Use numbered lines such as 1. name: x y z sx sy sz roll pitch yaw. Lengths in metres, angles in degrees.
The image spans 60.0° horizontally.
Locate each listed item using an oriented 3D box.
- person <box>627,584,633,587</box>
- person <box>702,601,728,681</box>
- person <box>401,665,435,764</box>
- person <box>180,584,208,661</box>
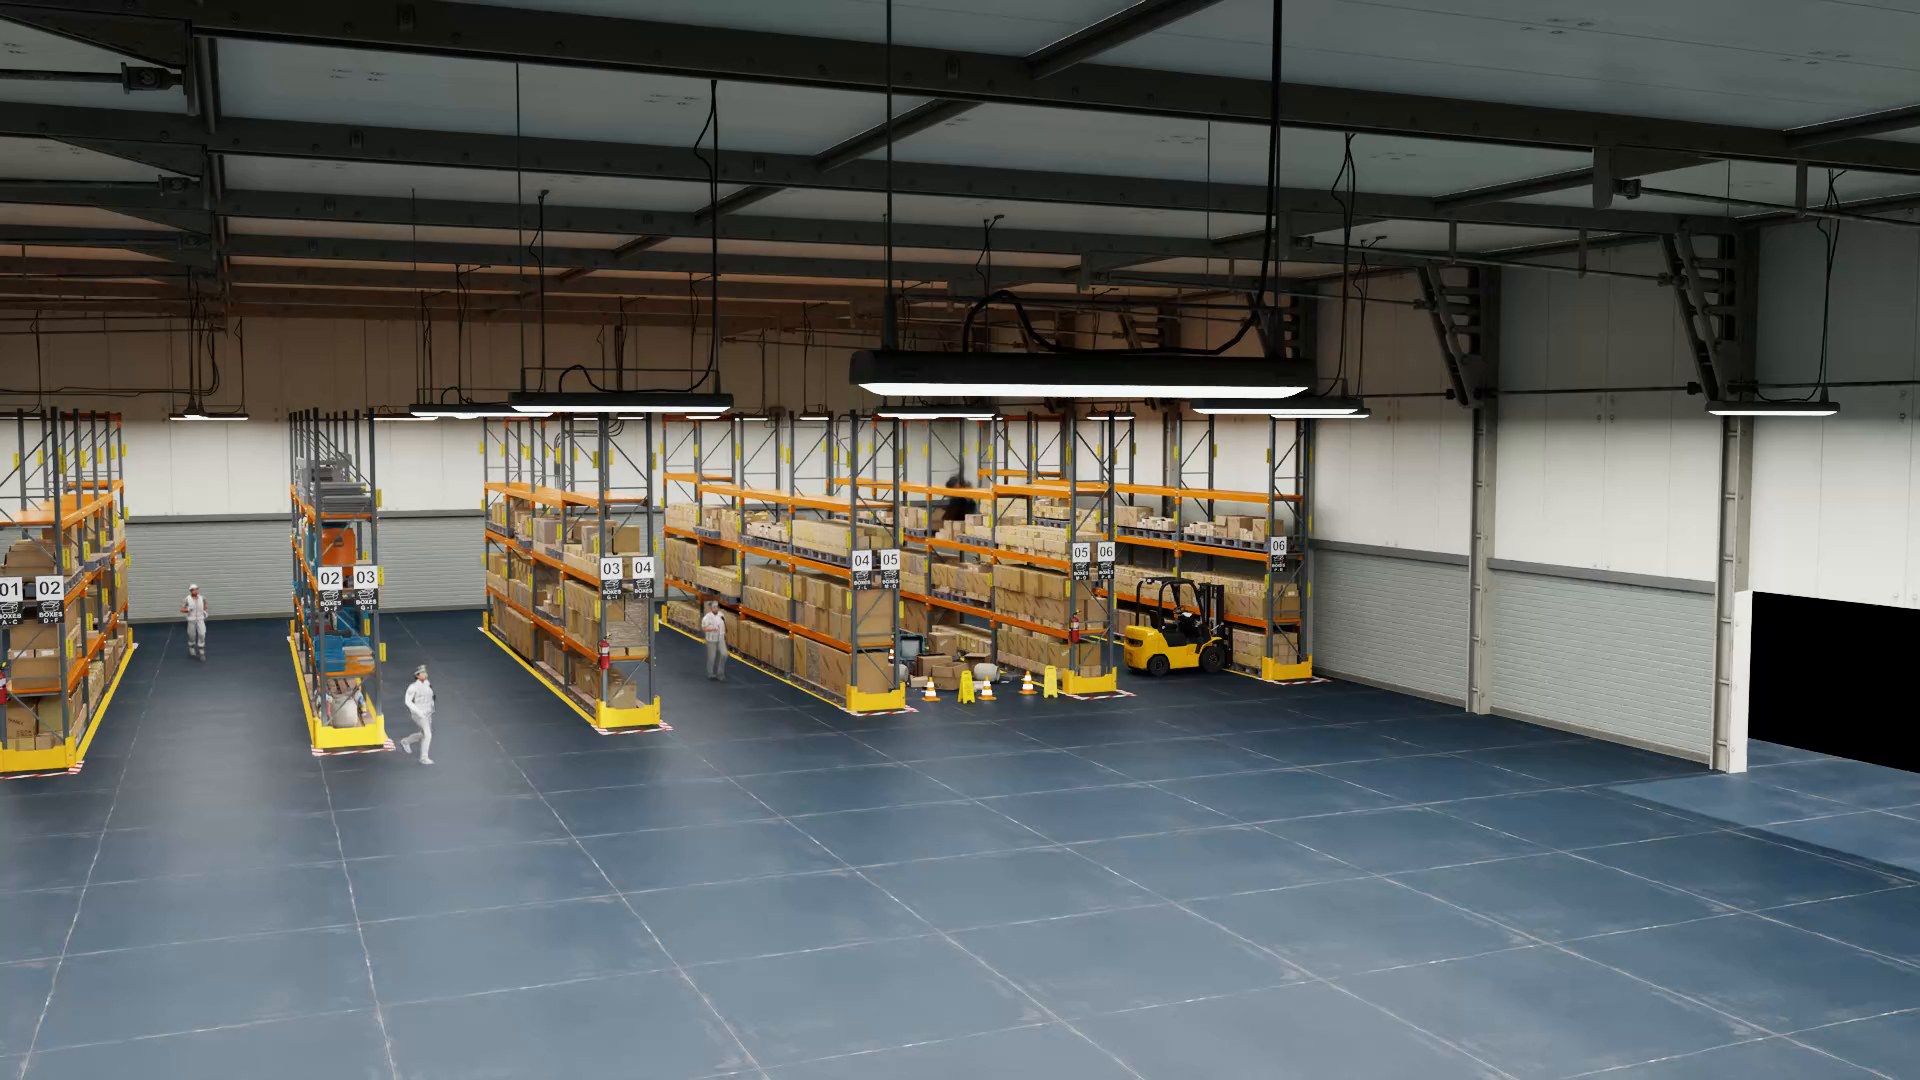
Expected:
1. person: -9.546 1.552 47.838 0.621 1.714 0.768 2 4 23
2. person: -5.450 2.259 37.081 0.638 1.839 0.767 -2 5 -28
3. person: -9.176 2.937 28.077 0.656 1.693 0.624 1 4 18
4. person: -18.564 1.986 40.352 0.644 1.828 0.857 -3 5 -35
